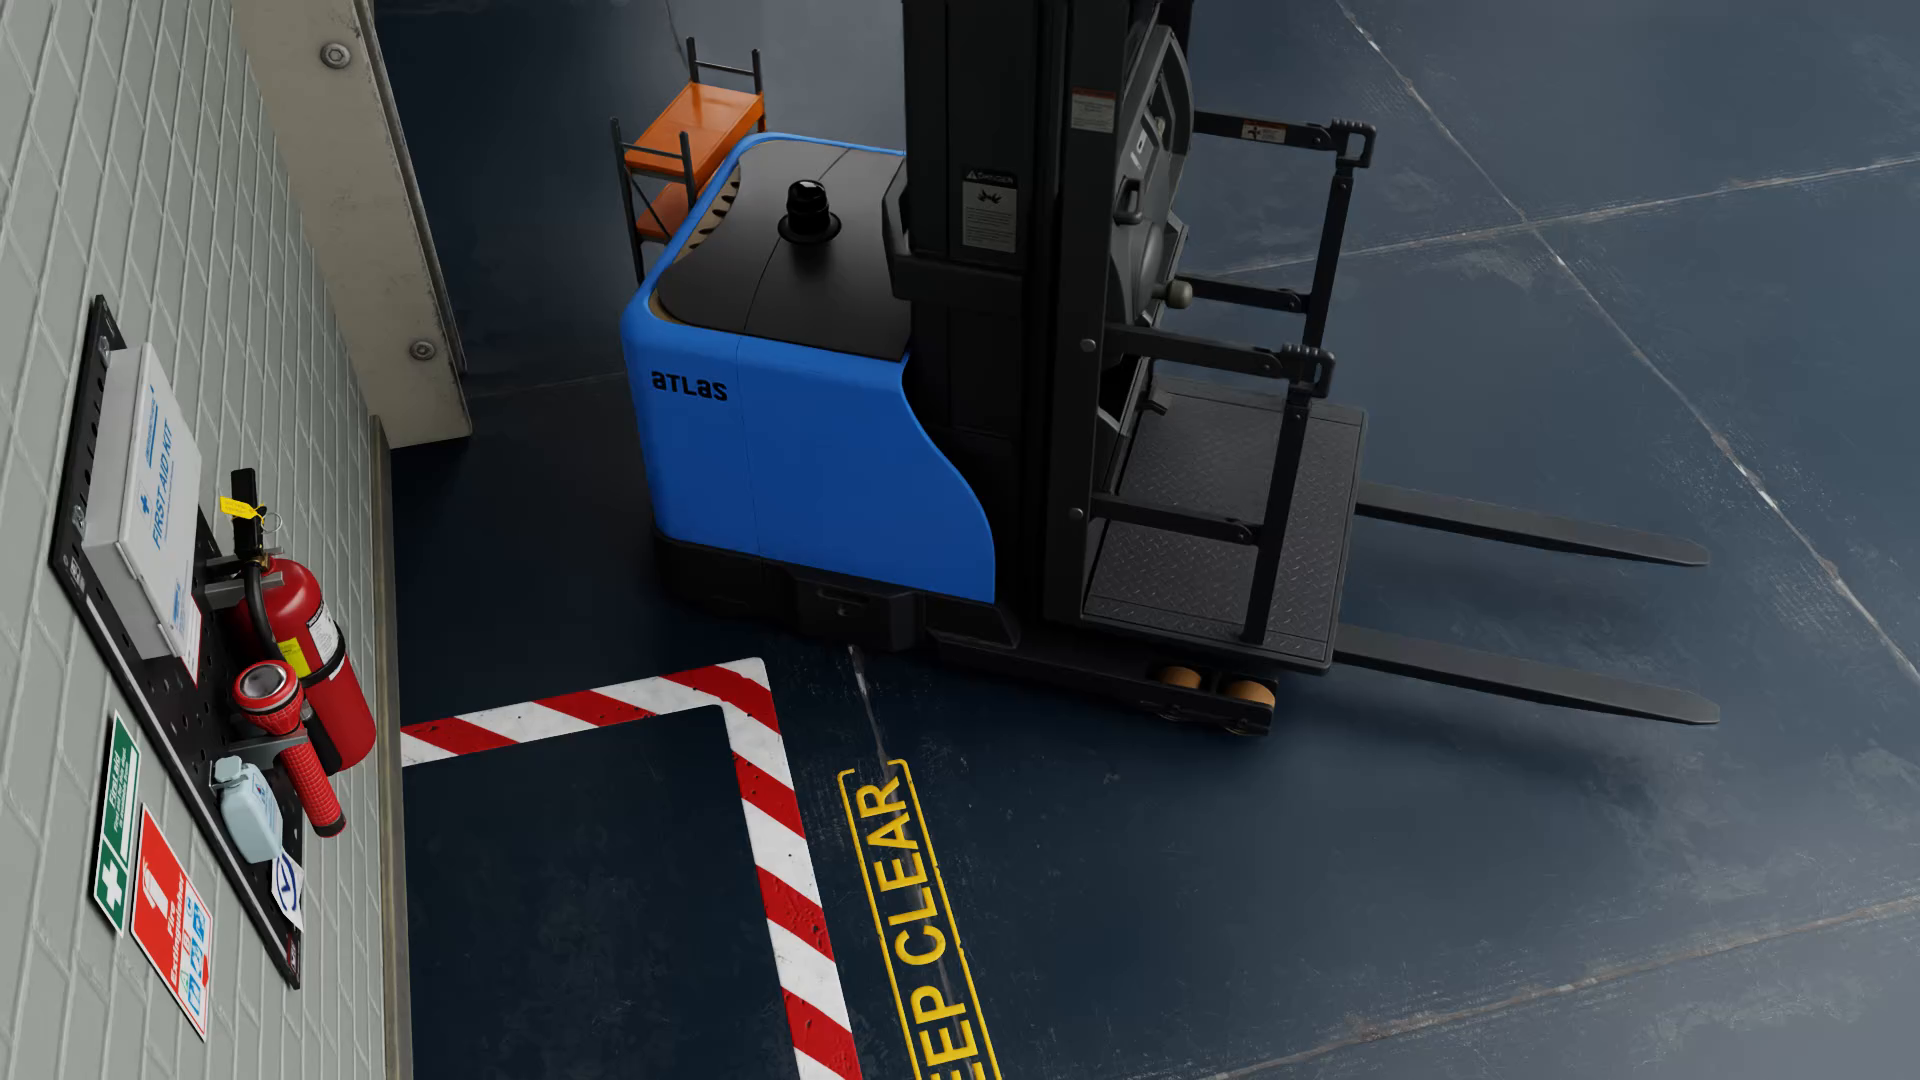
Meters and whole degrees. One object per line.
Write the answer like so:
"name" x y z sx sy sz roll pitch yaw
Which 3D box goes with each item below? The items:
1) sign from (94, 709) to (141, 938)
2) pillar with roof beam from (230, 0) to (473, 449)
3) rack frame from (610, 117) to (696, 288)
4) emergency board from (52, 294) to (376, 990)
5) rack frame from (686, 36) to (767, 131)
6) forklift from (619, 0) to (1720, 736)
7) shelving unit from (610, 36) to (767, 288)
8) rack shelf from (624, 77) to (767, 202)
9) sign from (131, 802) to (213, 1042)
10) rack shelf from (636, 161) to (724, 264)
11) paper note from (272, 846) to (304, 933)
"sign" -1.195 0.398 2.364 0.001 0.109 0.331 -11 47 -10
"pillar with roof beam" 2.321 -4.400 3.261 9.100 9.000 0.400 -11 47 -10
"rack frame" -0.885 -0.756 5.151 0.240 1.200 0.015 14 47 14
"emergency board" -1.245 0.200 2.953 0.194 1.169 0.643 -11 47 -10
"rack frame" -0.721 -1.084 5.473 0.240 1.200 0.015 14 47 14
"forklift" 0.665 -0.896 4.076 3.031 2.935 1.130 11 47 11
"shelving unit" -0.803 -0.920 5.312 0.258 1.200 0.503 14 47 14
"rack shelf" -0.803 -1.195 5.031 0.258 0.148 0.480 14 47 14
"sign" -1.203 0.588 2.548 0.001 0.329 0.234 -11 47 -10
"rack shelf" -0.803 -1.030 5.200 0.258 0.148 0.480 14 47 14
"paper note" -1.266 0.643 3.136 0.016 0.148 0.142 -11 47 -10
